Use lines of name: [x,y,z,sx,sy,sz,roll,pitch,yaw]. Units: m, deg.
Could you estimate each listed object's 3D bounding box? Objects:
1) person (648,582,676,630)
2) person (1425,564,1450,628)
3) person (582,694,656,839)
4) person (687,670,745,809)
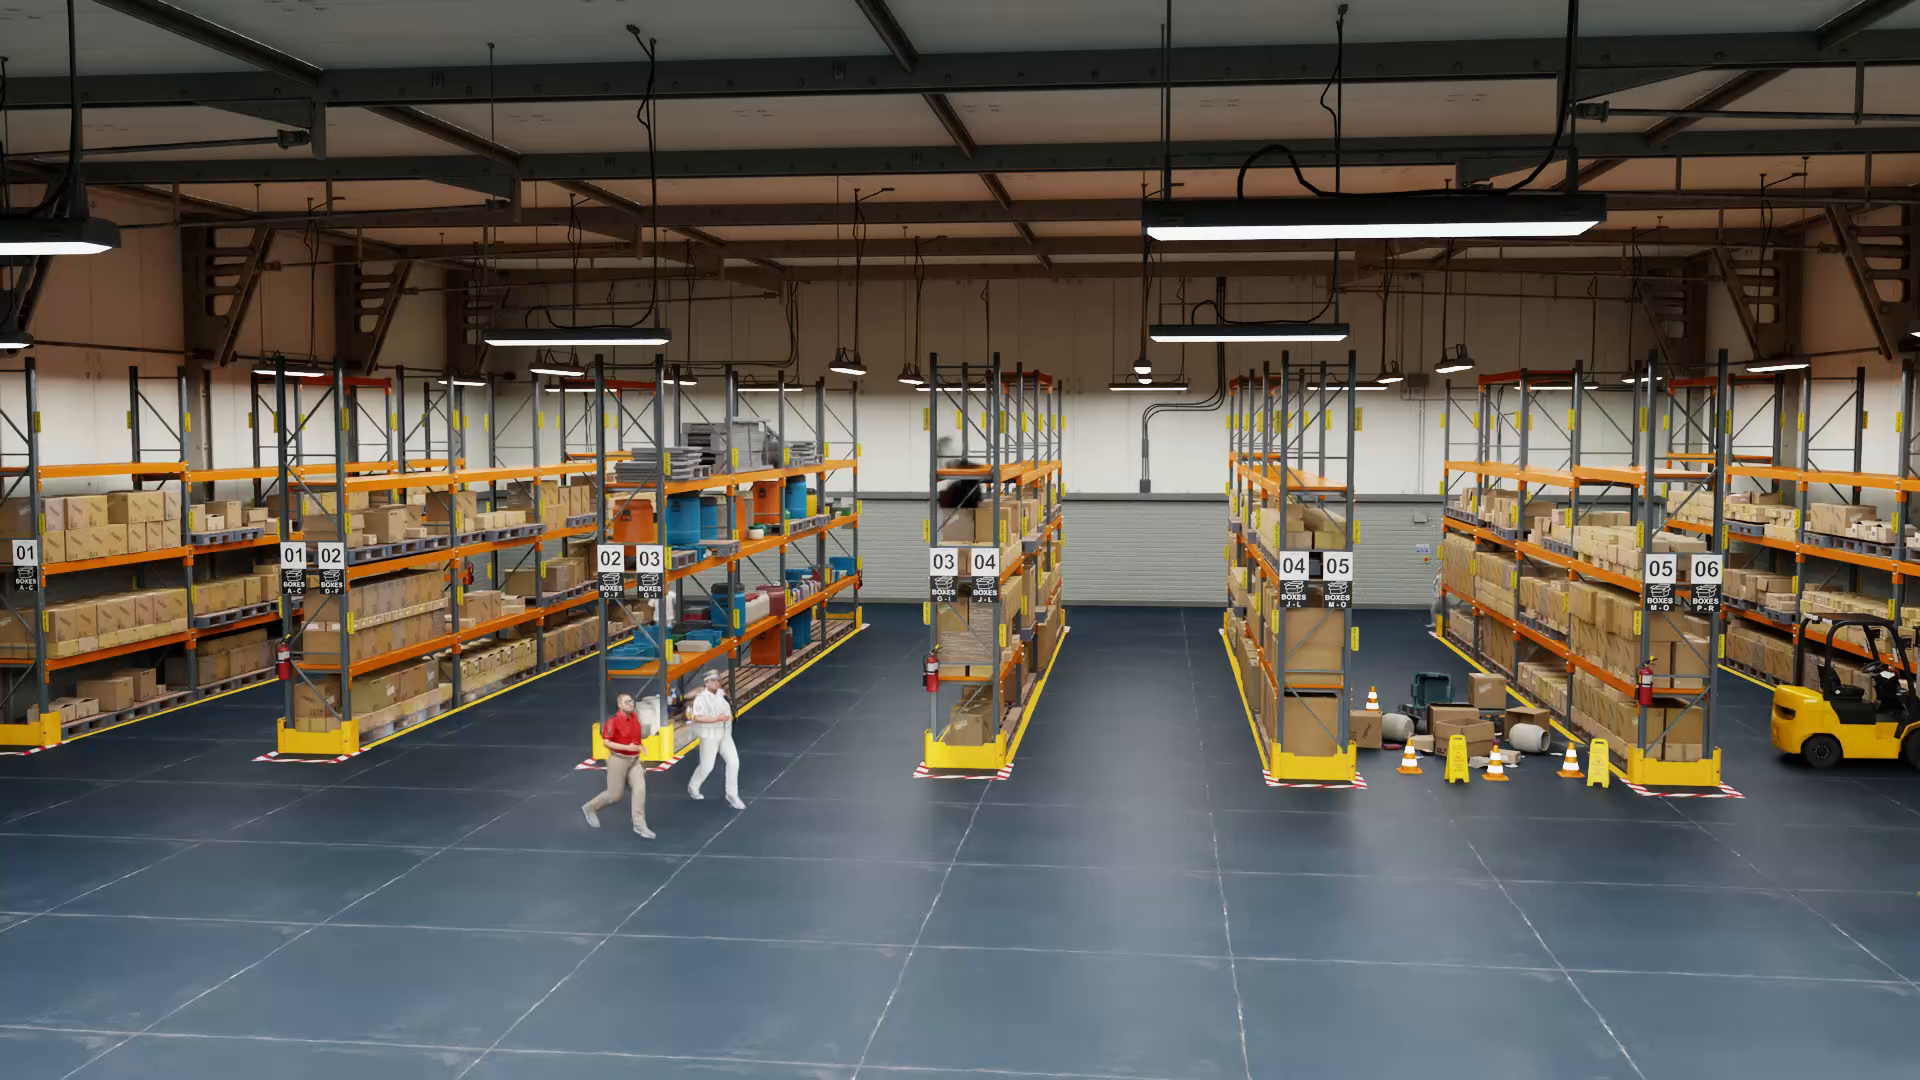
person: [-6.174,1.675,34.693,0.681,1.746,0.621,0,4,-2]
person: [11.684,1.362,40.156,0.803,1.603,0.680,1,4,13]
person: [-4.107,2.723,20.180,0.969,1.742,0.672,3,5,32]
person: [-3.197,2.592,21.766,0.912,1.816,0.669,4,6,45]
